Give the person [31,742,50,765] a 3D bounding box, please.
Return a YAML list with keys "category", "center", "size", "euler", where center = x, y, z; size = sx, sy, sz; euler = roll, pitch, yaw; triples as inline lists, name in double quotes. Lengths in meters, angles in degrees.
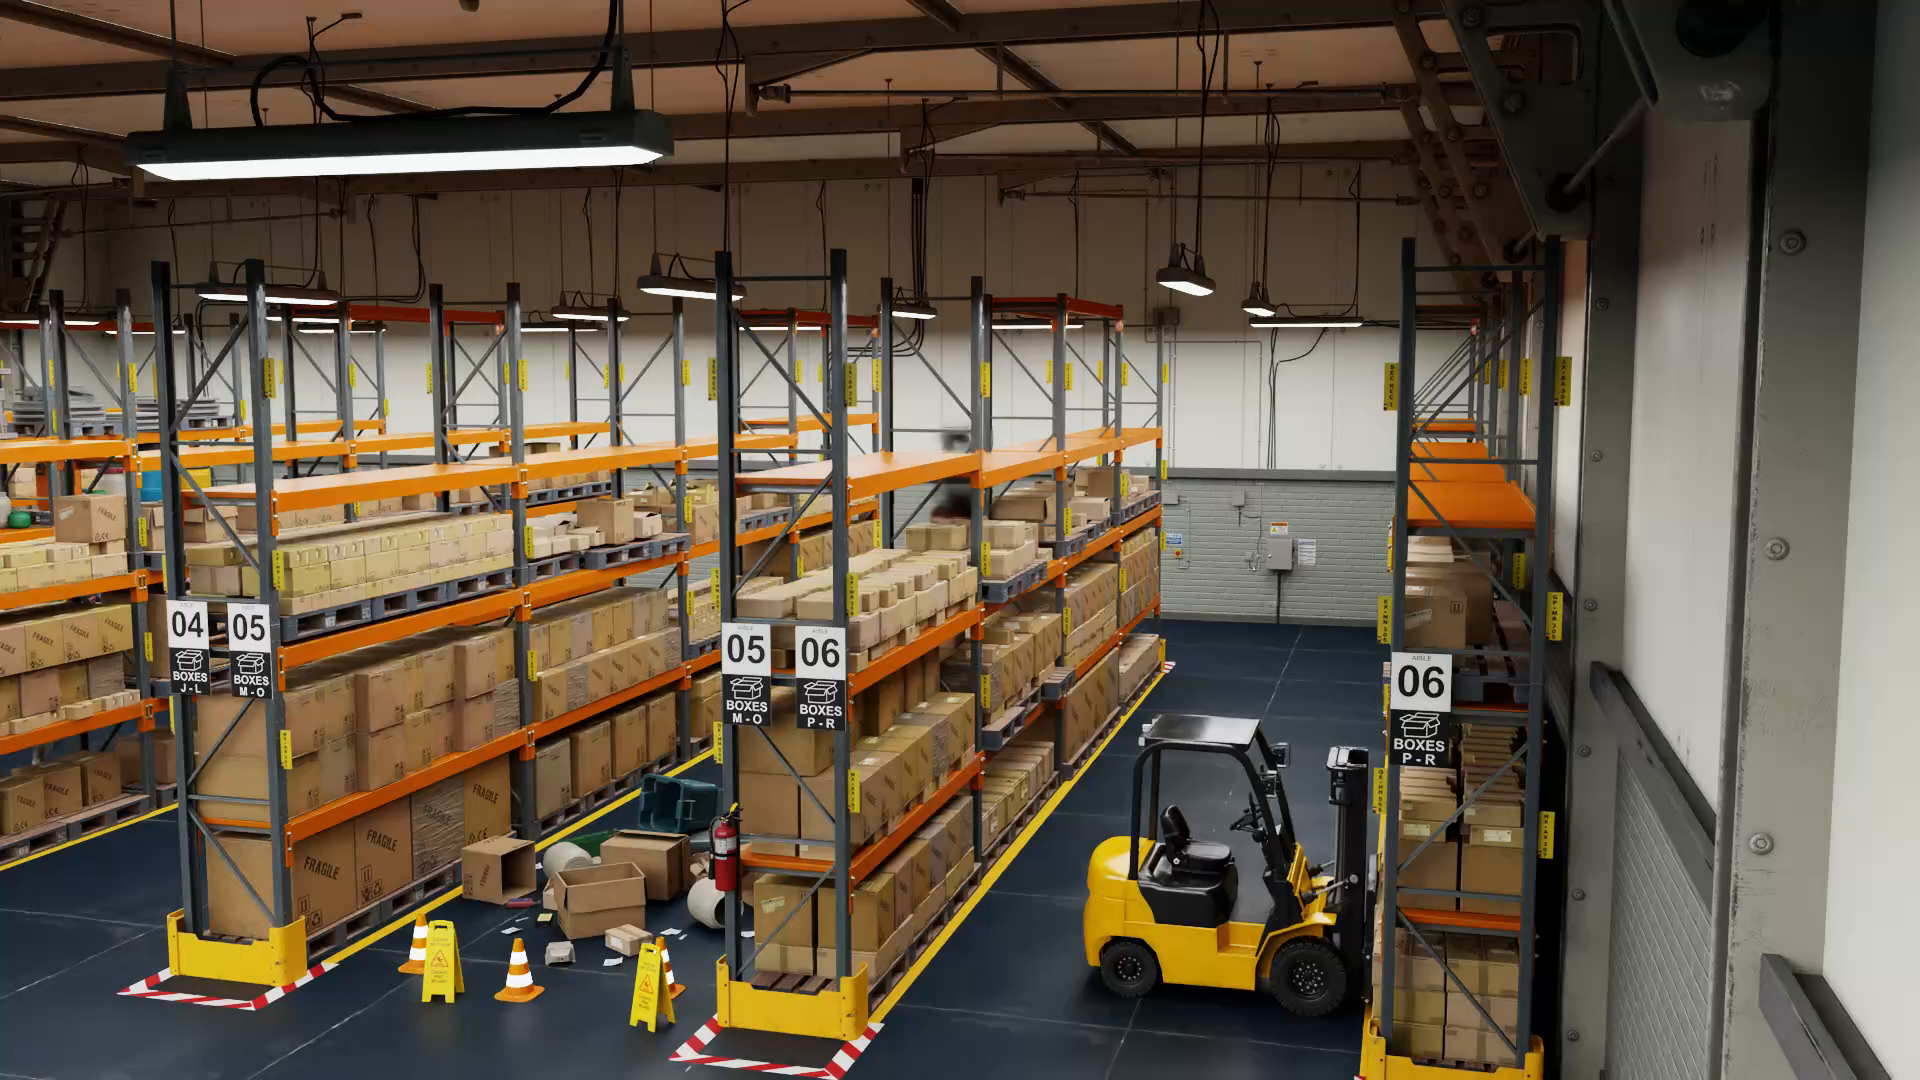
- category: "person"
  center: [-11.687, 2.084, 21.104]
  size: [0.700, 1.727, 0.670]
  euler: [0, 6, -1]
